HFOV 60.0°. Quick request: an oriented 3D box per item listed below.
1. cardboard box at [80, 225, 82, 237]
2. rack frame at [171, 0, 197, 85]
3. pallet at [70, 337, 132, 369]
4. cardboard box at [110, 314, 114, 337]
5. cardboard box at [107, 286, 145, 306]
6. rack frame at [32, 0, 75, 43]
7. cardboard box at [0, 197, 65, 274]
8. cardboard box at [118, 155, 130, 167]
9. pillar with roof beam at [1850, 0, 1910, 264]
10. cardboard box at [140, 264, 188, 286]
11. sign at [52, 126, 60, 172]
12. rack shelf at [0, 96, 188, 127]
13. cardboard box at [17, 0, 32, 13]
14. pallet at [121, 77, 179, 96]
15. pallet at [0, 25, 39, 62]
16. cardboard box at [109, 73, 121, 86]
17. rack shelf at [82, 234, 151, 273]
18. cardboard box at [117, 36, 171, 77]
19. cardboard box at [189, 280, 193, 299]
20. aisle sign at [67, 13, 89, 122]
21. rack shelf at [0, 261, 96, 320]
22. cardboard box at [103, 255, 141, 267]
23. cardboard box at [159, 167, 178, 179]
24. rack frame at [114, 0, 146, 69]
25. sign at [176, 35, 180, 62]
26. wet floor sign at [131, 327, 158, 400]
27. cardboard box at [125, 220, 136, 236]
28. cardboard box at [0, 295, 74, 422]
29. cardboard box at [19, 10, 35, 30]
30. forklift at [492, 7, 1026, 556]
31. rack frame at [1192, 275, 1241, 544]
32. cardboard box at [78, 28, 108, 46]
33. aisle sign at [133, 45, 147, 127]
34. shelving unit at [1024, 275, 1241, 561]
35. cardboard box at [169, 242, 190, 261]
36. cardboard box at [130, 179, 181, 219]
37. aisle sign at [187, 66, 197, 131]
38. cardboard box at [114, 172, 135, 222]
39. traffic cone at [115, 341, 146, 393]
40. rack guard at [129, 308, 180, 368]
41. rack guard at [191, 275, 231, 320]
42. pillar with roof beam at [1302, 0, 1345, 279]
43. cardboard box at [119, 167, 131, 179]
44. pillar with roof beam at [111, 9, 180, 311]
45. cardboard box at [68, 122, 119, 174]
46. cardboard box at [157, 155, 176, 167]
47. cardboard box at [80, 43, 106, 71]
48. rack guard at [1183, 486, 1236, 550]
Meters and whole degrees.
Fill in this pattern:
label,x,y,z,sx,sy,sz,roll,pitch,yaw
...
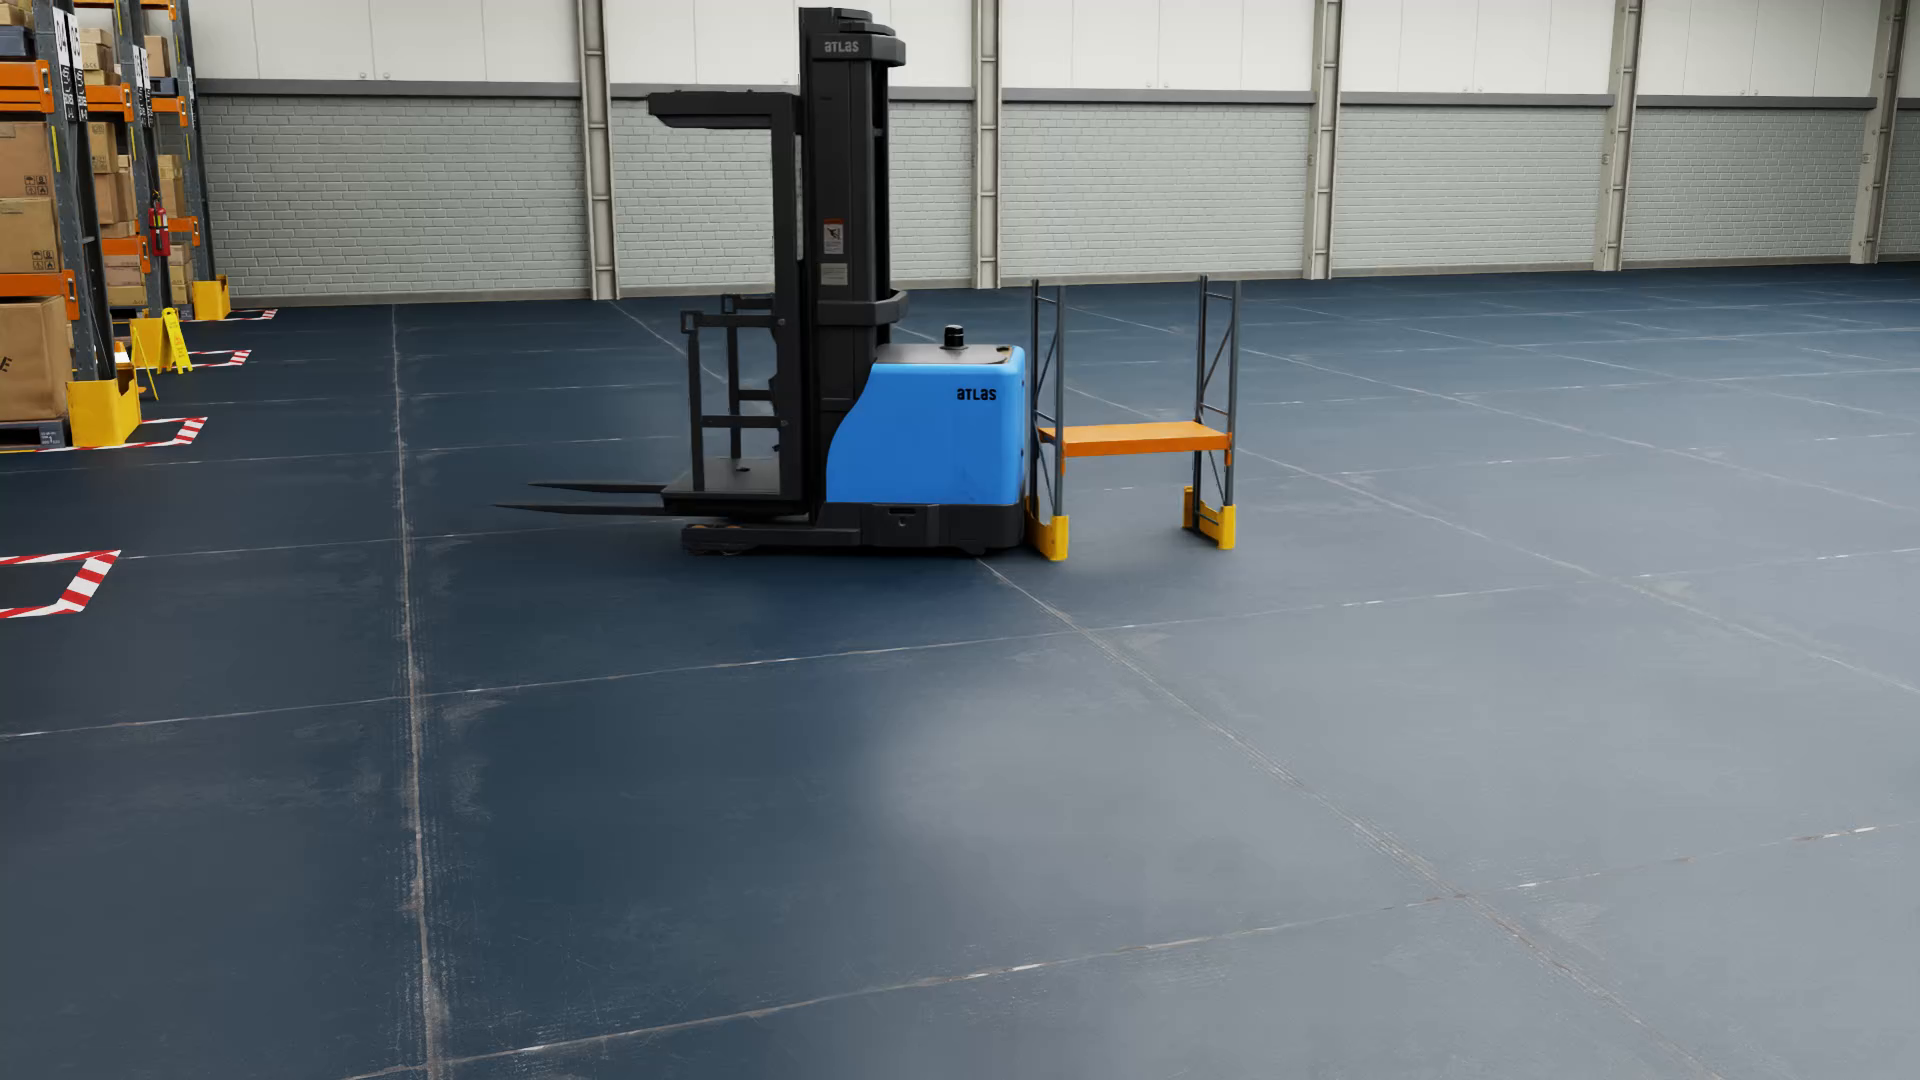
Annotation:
label,x,y,z,sx,sy,sz,roll,pitch,yaw
cardboard box,-8.919,-3.130,16.862,0.250,0.149,0.380,-5,14,-19
rack frame,-10.014,-7.377,21.208,0.127,3.000,1.000,-4,14,-18
pallet,-9.281,-1.955,17.406,1.213,0.211,1.003,-4,14,-18
cardboard box,-9.280,-2.237,17.601,0.500,0.250,0.500,-5,14,-19
cardboard box,-10.833,-3.186,21.589,0.500,0.250,0.500,-4,14,-18
rack frame,-6.753,-5.210,12.100,0.127,3.000,1.000,-4,14,-18
cardboard box,-7.090,-2.327,12.620,0.550,0.550,0.875,-4,14,-18
cardboard box,-10.750,-4.844,21.264,0.250,0.149,0.380,-4,14,-17
pillar with roof beam,18.845,-8.793,27.162,0.400,9.000,9.100,-4,14,-18
cardboard box,-10.376,-3.463,21.675,0.500,0.250,0.500,-5,14,-19
sign,-6.593,-2.850,12.128,0.005,0.325,0.100,-4,14,-18
rack shelf,-11.910,-5.420,21.018,4.000,0.370,1.077,-4,14,-18
cardboard box,-7.292,-4.096,12.456,0.500,0.250,0.500,-4,14,-18
pallet,-10.693,-5.828,21.370,1.213,0.211,1.003,-4,14,-18
pallet,-7.453,-3.651,12.217,1.213,0.211,1.003,-4,14,-18
cardboard box,-8.846,-4.753,17.205,0.250,0.149,0.380,-4,14,-18
rack shelf,-10.323,-2.872,16.789,4.000,0.370,1.077,-4,14,-18
cardboard box,-10.356,-6.133,21.121,0.500,0.500,0.500,-4,14,-16
cardboard box,-10.542,-3.331,22.200,0.500,0.250,0.500,-4,14,-18
aisle sign,-6.782,-3.627,12.792,0.004,0.787,0.394,-4,14,-18
rack shelf,-8.649,-1.794,12.257,4.000,0.370,1.077,-4,14,-18
cardboard box,-10.833,-3.670,21.462,0.500,0.250,0.500,-4,14,-17
cardboard box,-10.254,-4.735,21.450,0.250,0.149,0.380,-4,14,-17
rack frame,-8.428,-6.288,16.632,0.127,3.000,1.000,-4,14,-18
sign,-9.854,-6.189,20.957,0.005,0.325,0.100,-4,14,-18
wet floor sign,-7.357,-1.582,14.901,0.232,0.644,0.267,-7,15,-28
cardboard box,-8.816,-3.268,17.441,0.250,0.149,0.380,-4,14,-18
cardboard box,-7.375,-1.397,12.720,0.875,0.875,0.875,-4,14,-18
cardboard box,-7.180,-3.926,12.605,0.250,0.149,0.380,-4,14,-18
forklift,-1.147,-1.459,9.444,3.031,2.935,1.130,1,13,4
rack frame,1.462,-0.741,9.519,0.032,1.500,0.500,-4,14,-15
cardboard box,-8.654,-5.005,16.539,0.250,0.149,0.380,-4,14,-18
aisle sign,-8.276,-4.575,16.778,0.004,0.787,0.394,-4,14,-18
shelving unit,0.963,-0.710,9.387,1.083,1.500,0.587,-4,14,-15
cardboard box,-10.530,-3.817,22.082,0.500,0.250,0.500,-5,14,-19
cardboard box,-10.397,-4.413,21.496,0.500,0.500,0.500,-5,14,-19
aisle sign,-9.858,-5.663,21.351,0.004,0.787,0.394,-4,14,-18
cardboard box,-8.965,-3.589,17.389,0.500,0.500,0.500,-5,14,-19
traffic cone,-7.747,-1.602,15.379,0.334,0.463,0.336,-4,14,-18
rack guard,-8.500,-2.148,17.592,0.348,0.500,1.175,-4,14,-18
rack guard,-9.992,-3.244,22.199,0.348,0.500,1.175,-4,14,-18
pillar with roof beam,7.471,-7.907,23.439,0.400,9.000,9.100,-4,14,-18
cardboard box,-10.752,-4.704,21.319,0.250,0.149,0.380,-4,14,-17
pillar with roof beam,-9.589,-6.579,17.854,0.400,9.000,9.100,-4,14,-18
cardboard box,-8.842,-3.964,16.805,0.500,0.500,0.700,-5,14,-19
cardboard box,-10.287,-4.894,21.476,0.250,0.149,0.380,-4,14,-18
cardboard box,-8.827,-4.804,16.555,0.500,0.250,0.500,-5,14,-19
rack guard,1.444,-0.132,9.659,0.087,0.250,0.587,-4,14,-15
